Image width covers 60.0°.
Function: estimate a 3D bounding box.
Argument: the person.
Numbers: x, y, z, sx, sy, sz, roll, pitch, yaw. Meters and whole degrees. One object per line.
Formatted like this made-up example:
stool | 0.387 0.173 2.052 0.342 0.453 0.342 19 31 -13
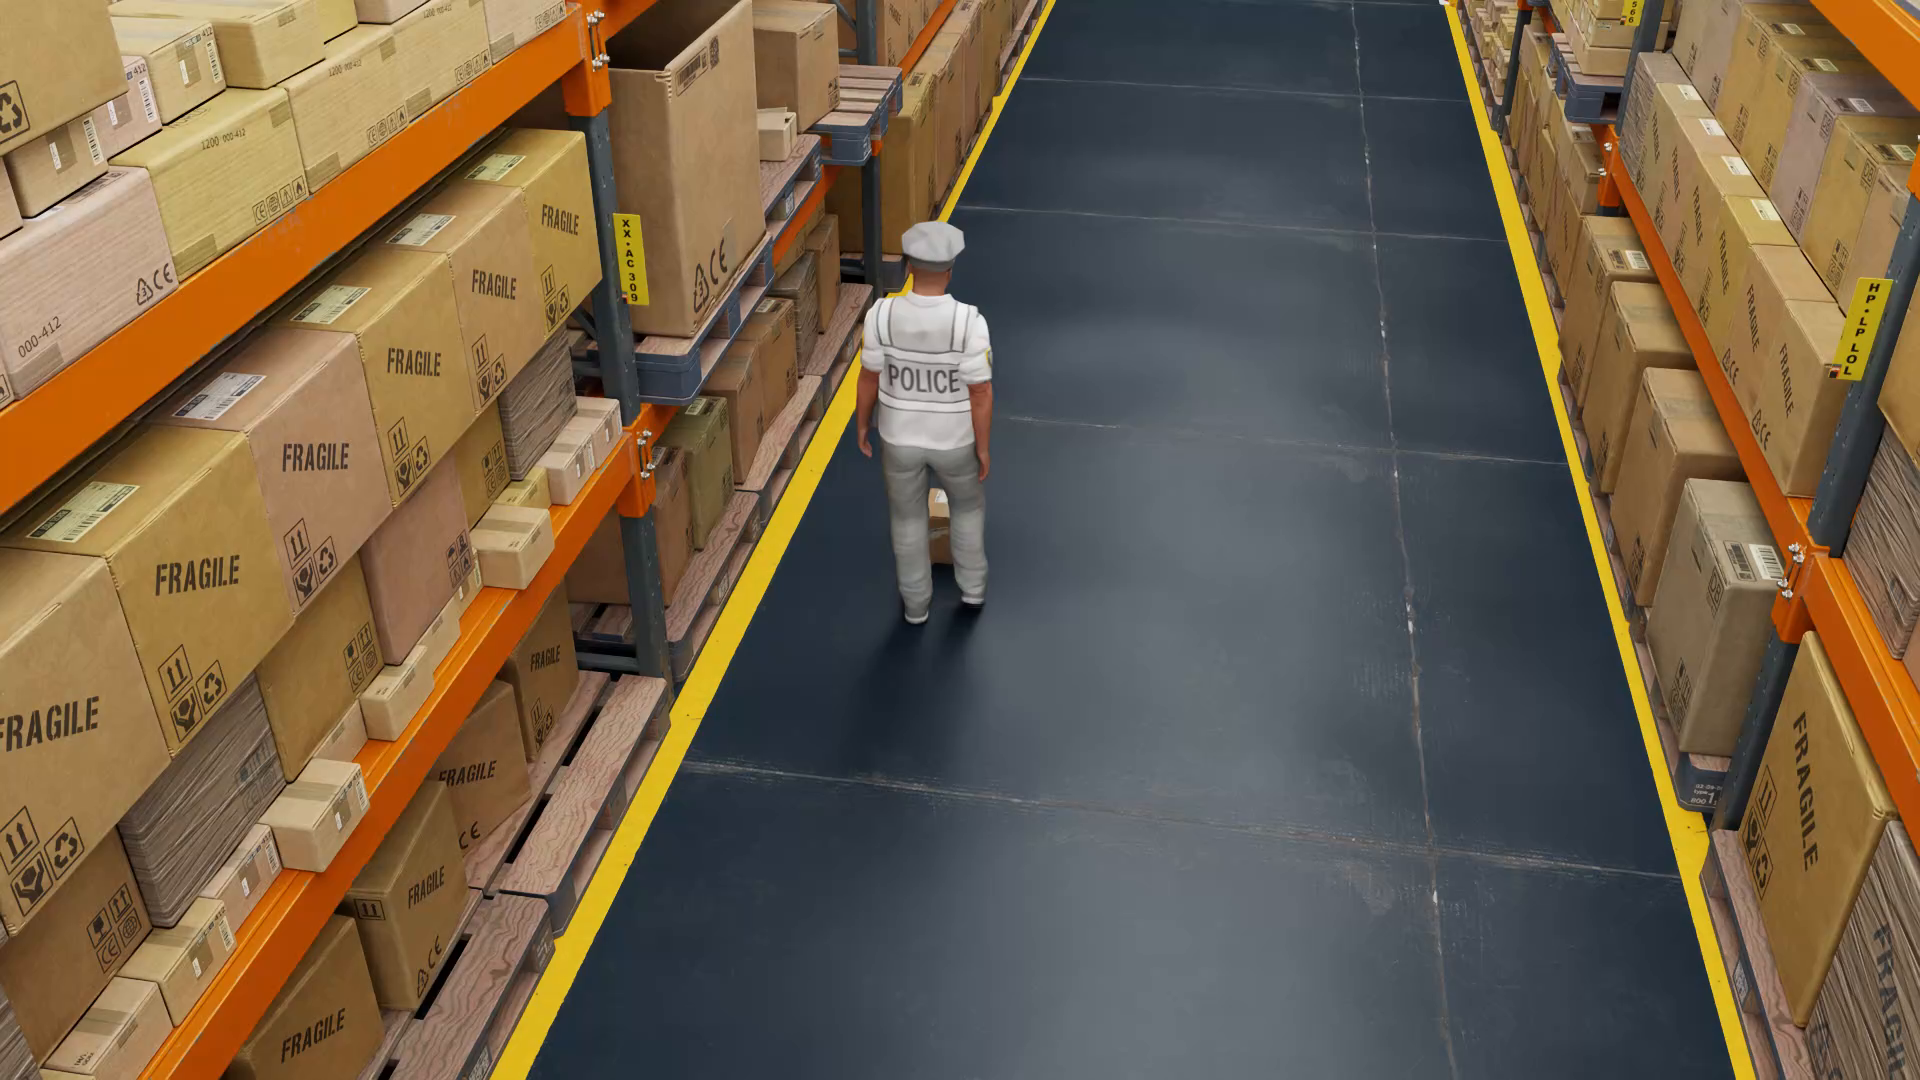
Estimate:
person | -0.141 -0.445 6.877 0.575 1.823 0.511 3 32 4
